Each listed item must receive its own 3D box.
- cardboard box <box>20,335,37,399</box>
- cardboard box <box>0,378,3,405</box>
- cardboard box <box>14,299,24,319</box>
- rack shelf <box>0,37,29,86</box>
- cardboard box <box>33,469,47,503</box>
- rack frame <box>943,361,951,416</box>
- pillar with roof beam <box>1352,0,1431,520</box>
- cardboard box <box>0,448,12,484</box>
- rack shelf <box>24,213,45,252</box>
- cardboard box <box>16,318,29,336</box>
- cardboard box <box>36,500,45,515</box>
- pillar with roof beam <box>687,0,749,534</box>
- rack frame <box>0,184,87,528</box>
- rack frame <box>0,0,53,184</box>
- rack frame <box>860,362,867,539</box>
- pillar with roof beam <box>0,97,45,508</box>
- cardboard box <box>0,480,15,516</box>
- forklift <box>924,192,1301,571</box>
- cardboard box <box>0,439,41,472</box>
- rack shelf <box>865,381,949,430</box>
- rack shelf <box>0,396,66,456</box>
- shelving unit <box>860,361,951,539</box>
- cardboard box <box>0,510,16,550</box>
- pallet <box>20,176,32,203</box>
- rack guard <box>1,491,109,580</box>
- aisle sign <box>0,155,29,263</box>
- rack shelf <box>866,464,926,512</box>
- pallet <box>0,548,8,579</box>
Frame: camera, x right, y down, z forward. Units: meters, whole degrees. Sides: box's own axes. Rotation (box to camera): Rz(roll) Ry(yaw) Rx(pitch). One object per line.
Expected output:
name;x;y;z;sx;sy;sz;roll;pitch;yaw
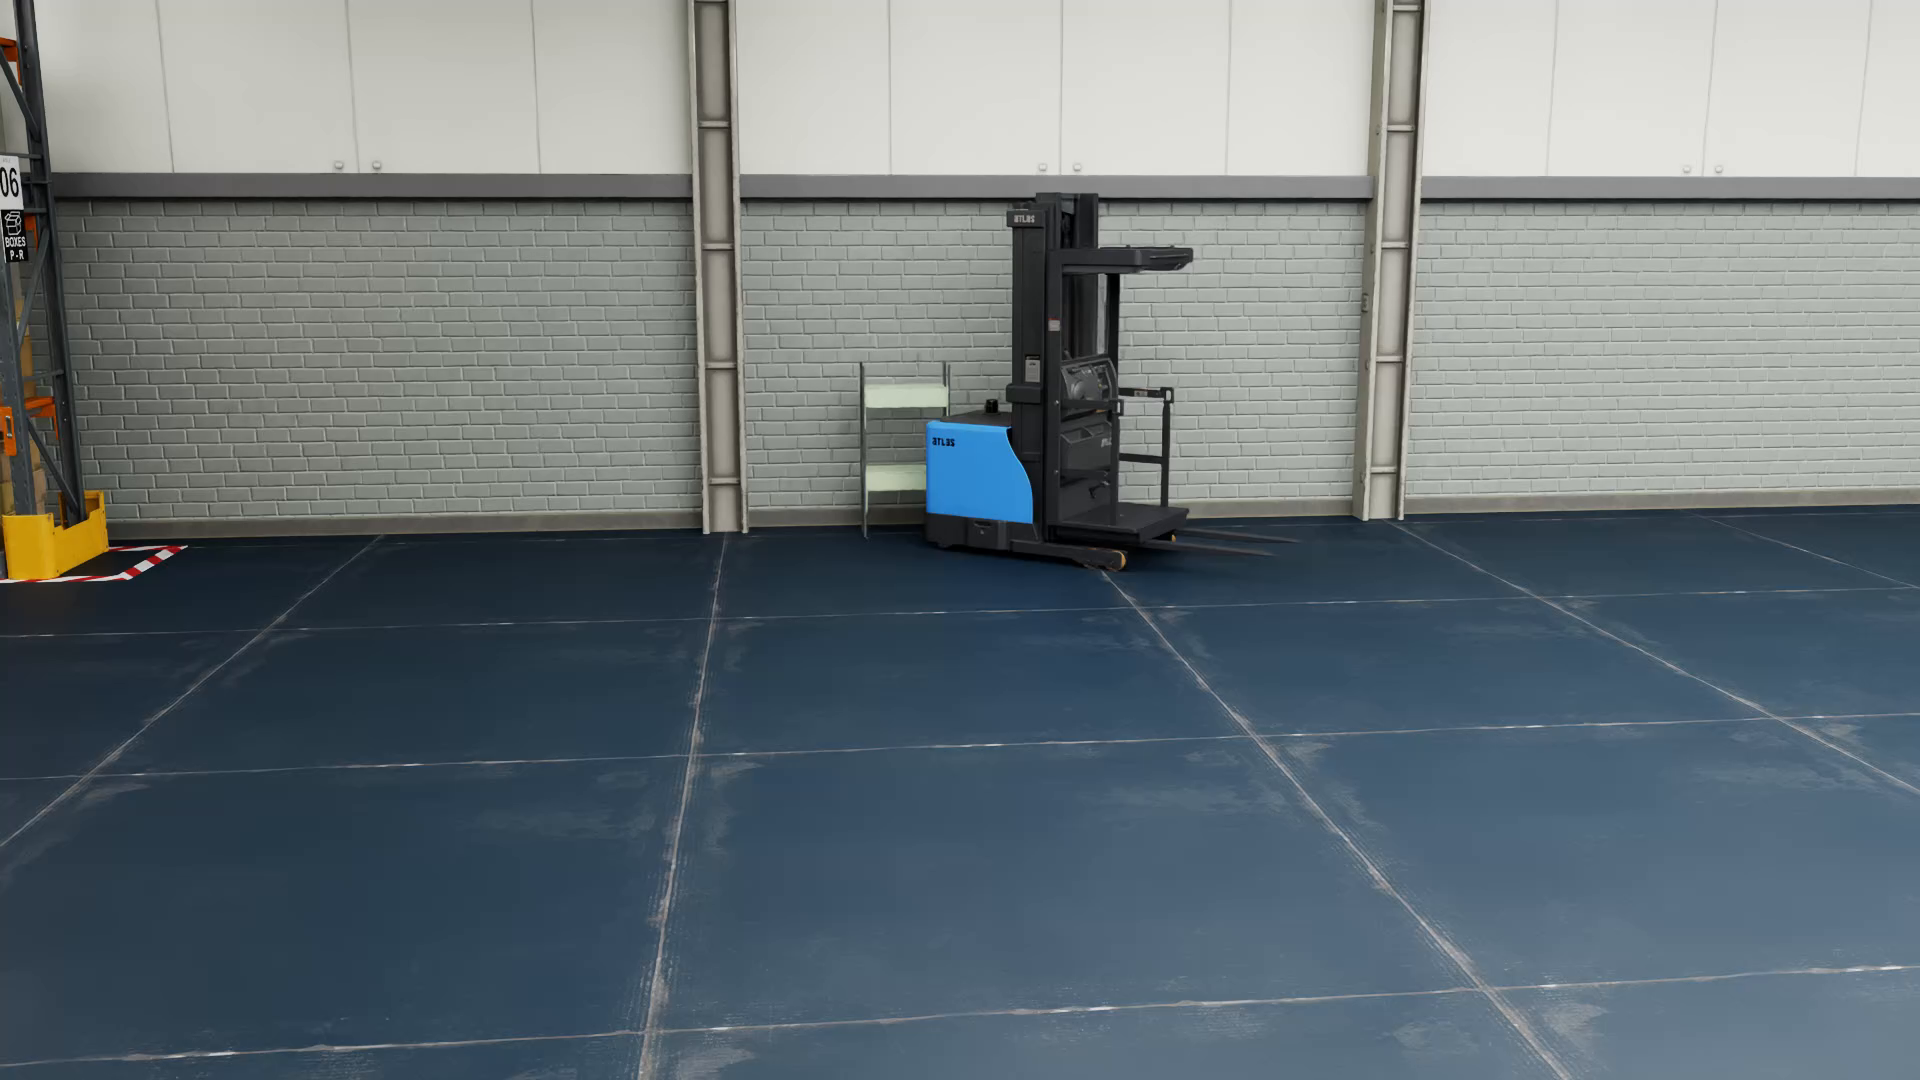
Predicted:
cardboard box;-7.782;-1.369;13.298;0.500;0.500;0.500;-1;11;-4
cardboard box;-7.721;-1.266;12.771;0.500;0.500;0.500;-1;11;-7
cardboard box;-7.617;-1.825;13.161;0.250;0.149;0.380;-1;11;-7
rack shelf;-9.248;-3.630;12.407;4.000;0.370;1.077;-1;11;-6
cardboard box;-7.750;-0.410;13.419;0.500;0.250;0.500;-1;11;-5
rack frame;-0.114;-0.799;14.542;0.023;1.500;0.400;-1;11;-7
pillar with roof beam;4.345;-3.804;10.388;0.400;9.000;9.100;-1;11;-6
cardboard box;-7.684;-0.555;12.865;0.500;0.250;0.500;-1;11;-4
rack shelf;-9.248;-2.355;12.658;4.000;0.370;1.077;-1;11;-6
cardboard box;-7.625;-1.687;13.234;0.250;0.149;0.380;-1;11;-8
cardboard box;-7.769;-0.162;13.453;0.500;0.250;0.500;-1;11;-6
pillar with roof beam;-1.619;-3.679;9.753;0.400;9.000;9.100;-1;11;-6
rack frame;-7.260;-1.277;13.089;0.127;3.000;1.000;-1;11;-6
rack frame;-7.260;-4.221;12.511;0.127;3.000;1.000;-1;11;-6
rack frame;-0.841;-0.781;14.455;0.023;1.500;0.400;-1;11;-7
pillar with roof beam;-7.584;-3.554;9.117;0.400;9.000;9.100;-1;11;-6
cardboard box;-7.710;-0.309;12.909;0.500;0.250;0.500;-1;11;-7
forklift;1.232;-1.307;13.416;3.031;2.935;1.130;6;13;30
cardboard box;-7.758;-0.651;13.351;0.500;0.250;0.500;-1;11;-7
rack shelf;-0.478;-1.173;14.423;0.720;0.370;0.431;-1;11;-7
rack shelf;-9.248;-0.883;12.947;4.000;0.370;1.077;-1;11;-6
shelving unit;-0.478;-0.790;14.499;0.755;1.500;0.431;-1;11;-7
cardboard box;-7.693;-0.064;12.956;0.500;0.250;0.500;-1;11;-6
pallet;-7.965;-2.696;12.759;1.213;0.211;1.003;-1;11;-6
rack guard;-7.236;-0.051;13.333;0.348;0.500;1.175;-1;11;-6
aisle sign;-7.163;-2.498;12.559;0.004;0.787;0.394;-1;11;-6
rack shelf;-0.478;-0.470;14.561;0.720;0.370;0.431;-1;11;-7
pallet;-8.015;0.115;13.237;1.213;0.211;1.003;-1;11;-6
